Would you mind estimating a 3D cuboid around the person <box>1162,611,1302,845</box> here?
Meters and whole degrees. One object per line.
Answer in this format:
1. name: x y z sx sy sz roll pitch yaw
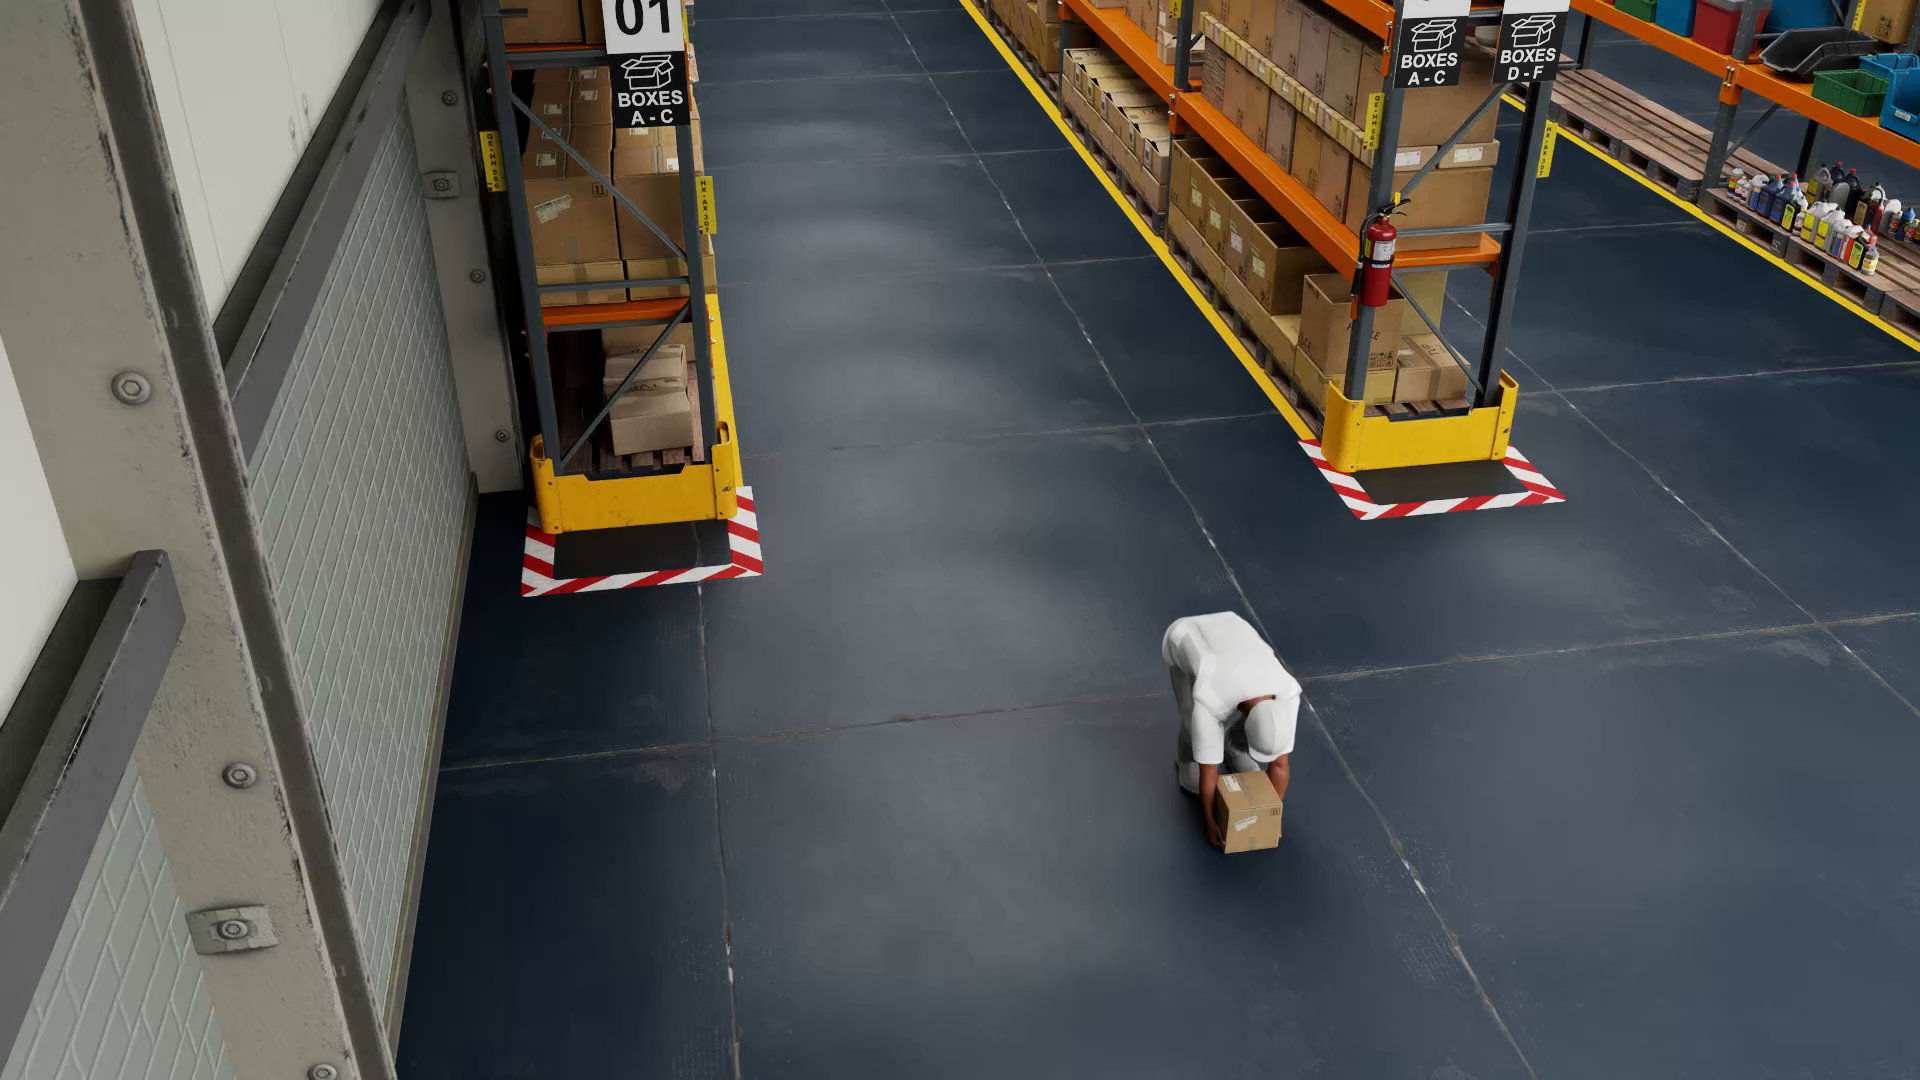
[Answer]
1. person: 1.255 0.836 7.642 0.514 0.843 0.980 -6 31 -10
